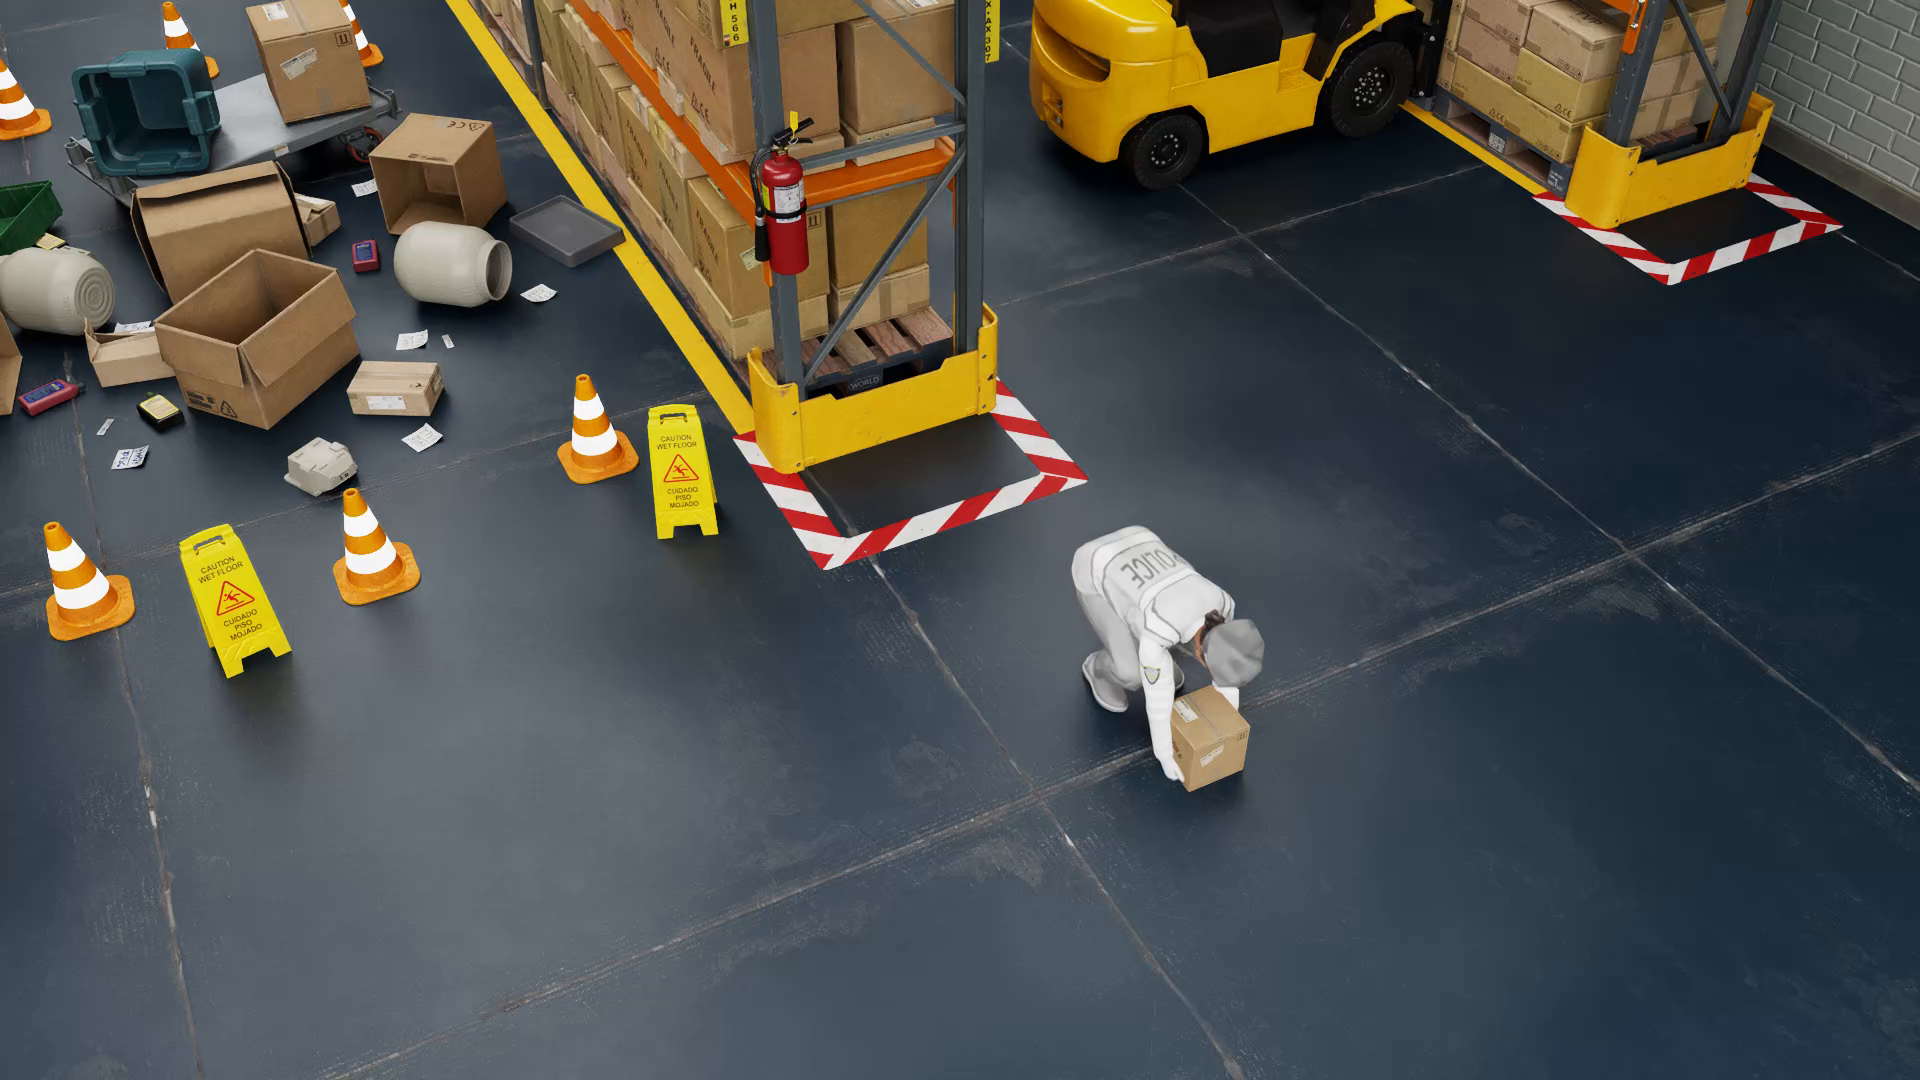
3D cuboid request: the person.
[{"bbox_3d":[0.784,0.398,6.412,0.455,0.763,0.914,-20,45,-21],"label":"person"}]
